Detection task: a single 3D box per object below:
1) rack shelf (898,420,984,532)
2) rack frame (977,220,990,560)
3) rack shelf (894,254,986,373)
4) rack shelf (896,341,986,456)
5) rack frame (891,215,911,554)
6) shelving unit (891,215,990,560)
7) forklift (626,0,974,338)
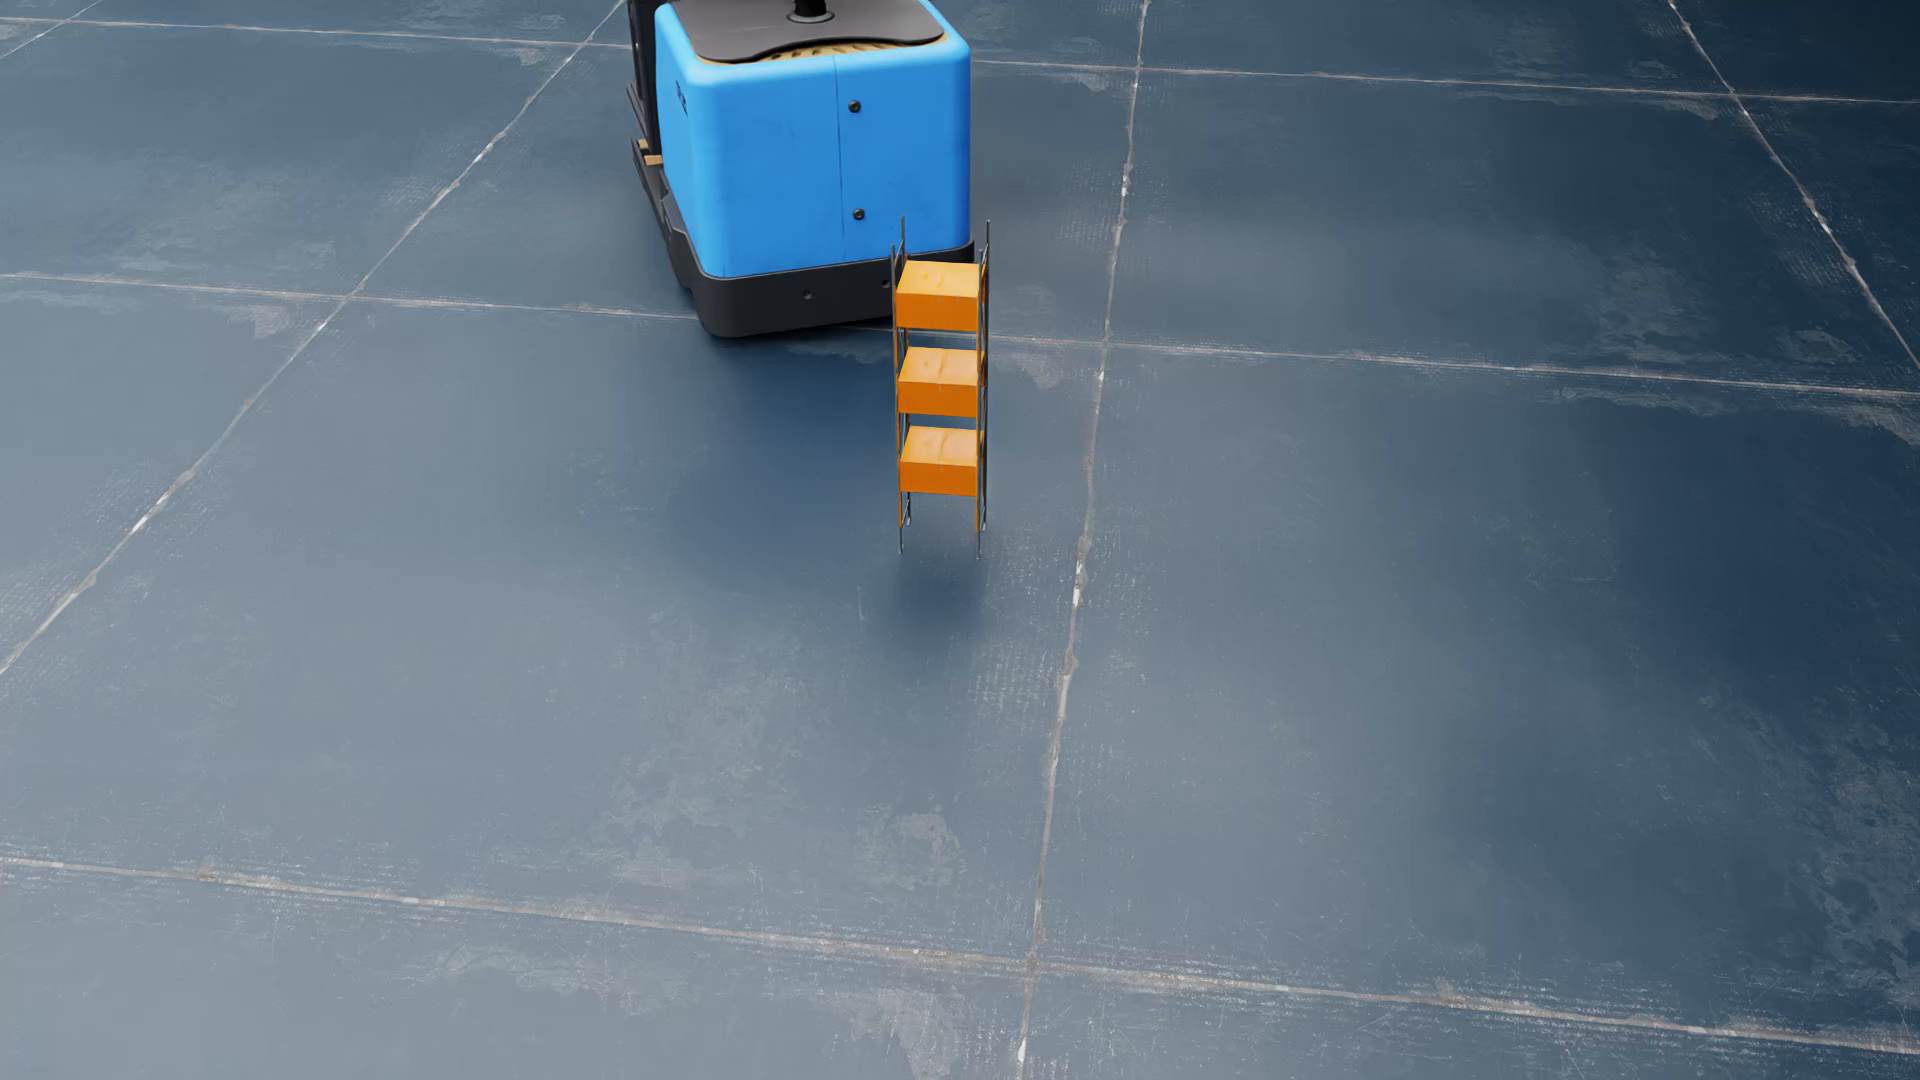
[{"bbox_3d":[-0.053,-0.196,5.118,0.240,0.259,0.215,4,36,6],"label":"rack shelf"},{"bbox_3d":[0.068,-0.422,4.938,0.008,1.050,0.200,4,36,6],"label":"rack frame"},{"bbox_3d":[-0.053,-0.654,4.792,0.240,0.259,0.215,4,36,6],"label":"rack shelf"},{"bbox_3d":[-0.053,-0.423,4.957,0.240,0.259,0.215,4,36,6],"label":"rack shelf"},{"bbox_3d":[-0.174,-0.440,4.963,0.008,1.050,0.200,4,36,6],"label":"rack frame"},{"bbox_3d":[-0.053,-0.431,4.951,0.252,1.050,0.215,4,36,6],"label":"shelving unit"},{"bbox_3d":[-0.859,-2.800,6.651,1.130,2.935,3.031,-10,37,-14],"label":"forklift"}]
